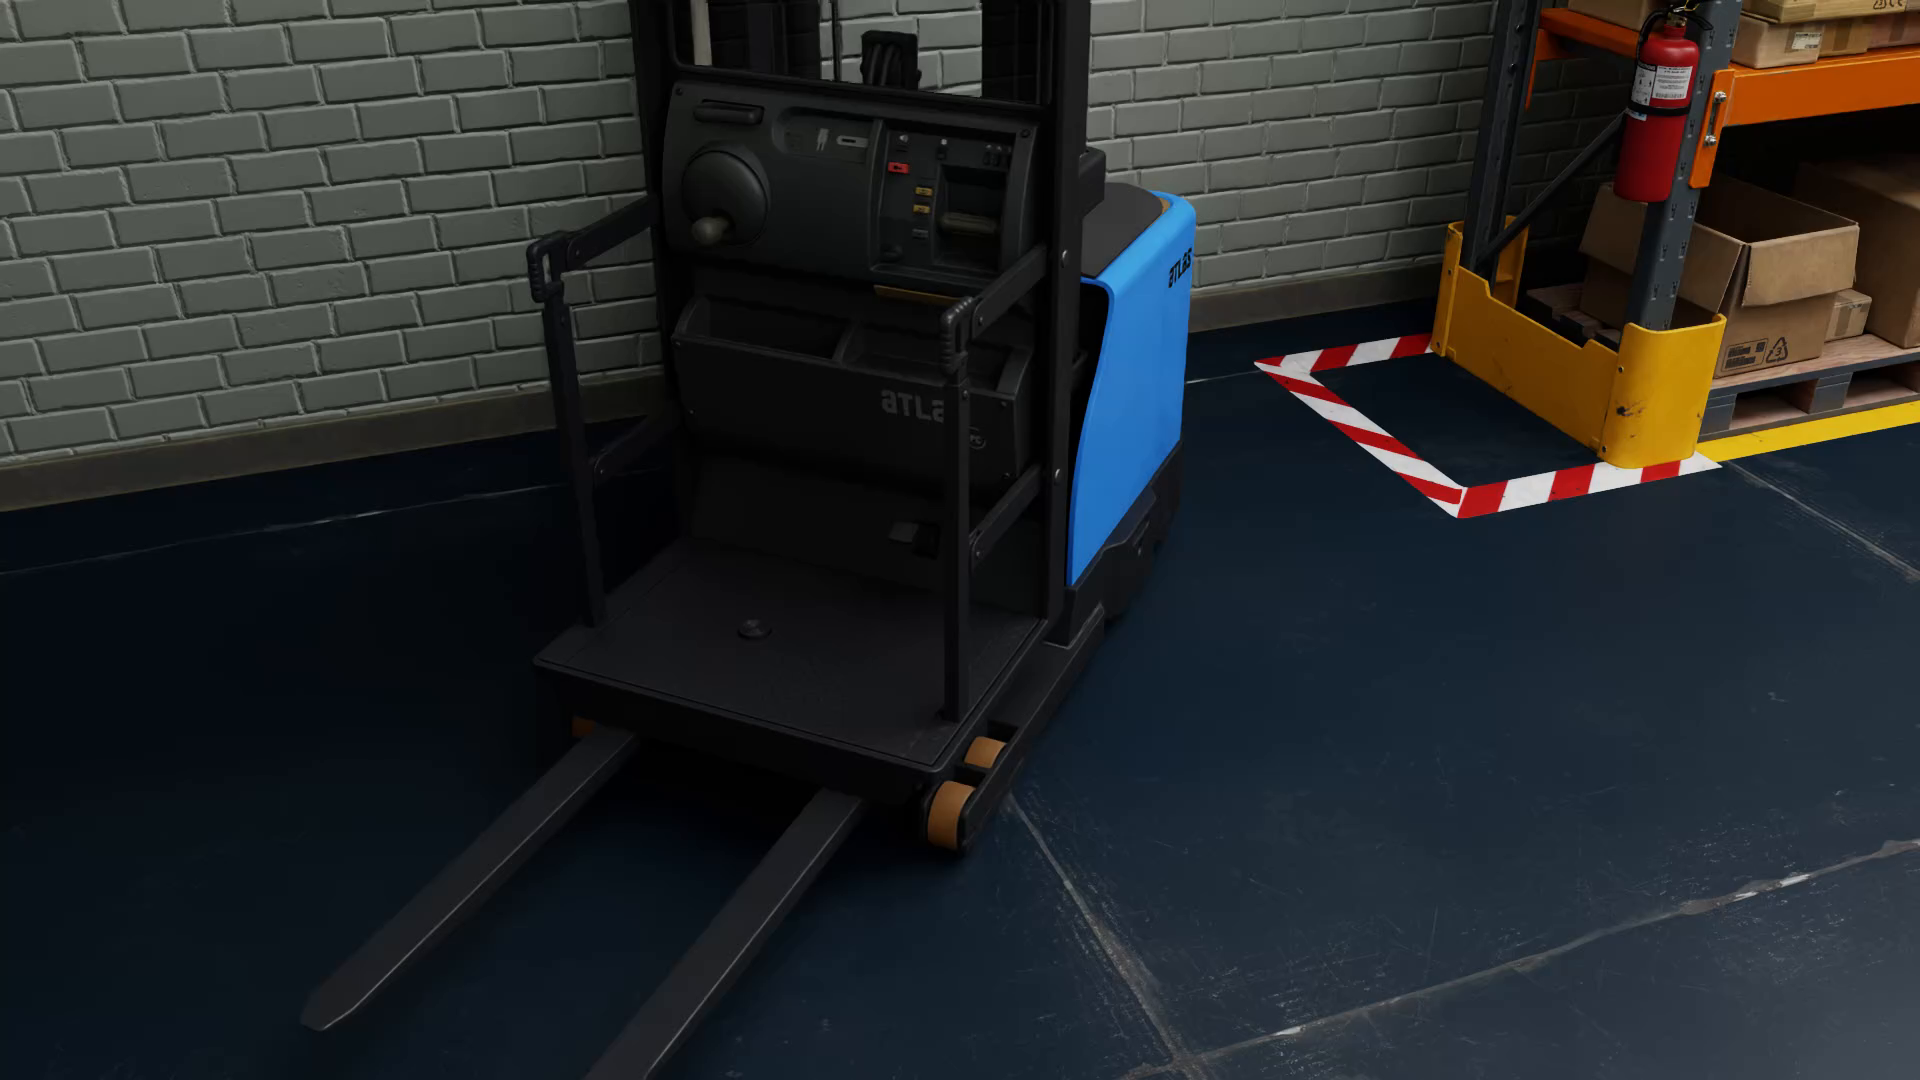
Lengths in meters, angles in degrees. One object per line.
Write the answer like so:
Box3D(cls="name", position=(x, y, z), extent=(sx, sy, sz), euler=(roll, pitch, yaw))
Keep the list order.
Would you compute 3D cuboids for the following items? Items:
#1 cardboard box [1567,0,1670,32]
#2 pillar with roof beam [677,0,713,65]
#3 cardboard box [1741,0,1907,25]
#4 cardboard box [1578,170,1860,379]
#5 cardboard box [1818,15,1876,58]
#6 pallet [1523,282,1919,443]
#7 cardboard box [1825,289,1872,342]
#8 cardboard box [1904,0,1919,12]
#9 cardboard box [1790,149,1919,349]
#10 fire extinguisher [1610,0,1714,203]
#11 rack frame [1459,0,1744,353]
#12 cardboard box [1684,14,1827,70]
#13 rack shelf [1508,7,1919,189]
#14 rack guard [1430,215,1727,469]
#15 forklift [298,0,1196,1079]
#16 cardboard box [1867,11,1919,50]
Box3D(cls="cardboard box", position=(2.353, -1.896, 5.802), extent=(0.250, 0.149, 0.380), euler=(-11, 31, -18))
Box3D(cls="pillar with roof beam", position=(0.796, -2.386, 0.347), extent=(0.400, 9.000, 9.100), euler=(-10, 31, -18))
Box3D(cls="cardboard box", position=(2.655, -1.841, 5.302), extent=(0.500, 0.250, 0.500), euler=(-10, 31, -17))
Box3D(cls="cardboard box", position=(2.742, -0.983, 6.043), extent=(0.637, 0.503, 0.797), euler=(-12, 32, -20))
Box3D(cls="cardboard box", position=(2.762, -1.709, 5.473), extent=(0.250, 0.149, 0.380), euler=(-10, 31, -16))
Box3D(cls="pallet", position=(2.954, -0.763, 6.376), extent=(1.213, 0.211, 1.003), euler=(-10, 31, -18))
Box3D(cls="cardboard box", position=(3.154, -0.884, 6.227), extent=(0.250, 0.149, 0.380), euler=(-12, 32, -20))
Box3D(cls="cardboard box", position=(3.127, -1.928, 5.455), extent=(0.500, 0.250, 0.500), euler=(-10, 31, -17))
Box3D(cls="cardboard box", position=(3.557, -1.111, 6.271), extent=(0.500, 0.500, 0.700), euler=(-9, 31, -16))
Box3D(cls="fire extinguisher", position=(2.159, -1.388, 5.111), extent=(0.183, 0.674, 0.296), euler=(-10, 31, -18))
Box3D(cls="rack frame", position=(2.136, -1.823, 5.420), extent=(0.127, 3.000, 1.000), euler=(-10, 31, -18))
Box3D(cls="cardboard box", position=(2.540, -1.644, 5.359), extent=(0.250, 0.149, 0.380), euler=(-11, 31, -18))
Box3D(cls="rack shelf", position=(4.010, -1.856, 6.204), extent=(4.000, 0.370, 1.077), euler=(-10, 31, -18))
Box3D(cls="rack guard", position=(2.207, -0.750, 6.062), extent=(0.348, 0.500, 1.175), euler=(-10, 31, -18))
Box3D(cls="forklift", position=(-0.354, -0.776, 3.651), extent=(1.130, 2.935, 3.031), euler=(12, 32, 20))
Box3D(cls="cardboard box", position=(2.996, -1.771, 5.581), extent=(0.250, 0.149, 0.380), euler=(-11, 31, -18))
